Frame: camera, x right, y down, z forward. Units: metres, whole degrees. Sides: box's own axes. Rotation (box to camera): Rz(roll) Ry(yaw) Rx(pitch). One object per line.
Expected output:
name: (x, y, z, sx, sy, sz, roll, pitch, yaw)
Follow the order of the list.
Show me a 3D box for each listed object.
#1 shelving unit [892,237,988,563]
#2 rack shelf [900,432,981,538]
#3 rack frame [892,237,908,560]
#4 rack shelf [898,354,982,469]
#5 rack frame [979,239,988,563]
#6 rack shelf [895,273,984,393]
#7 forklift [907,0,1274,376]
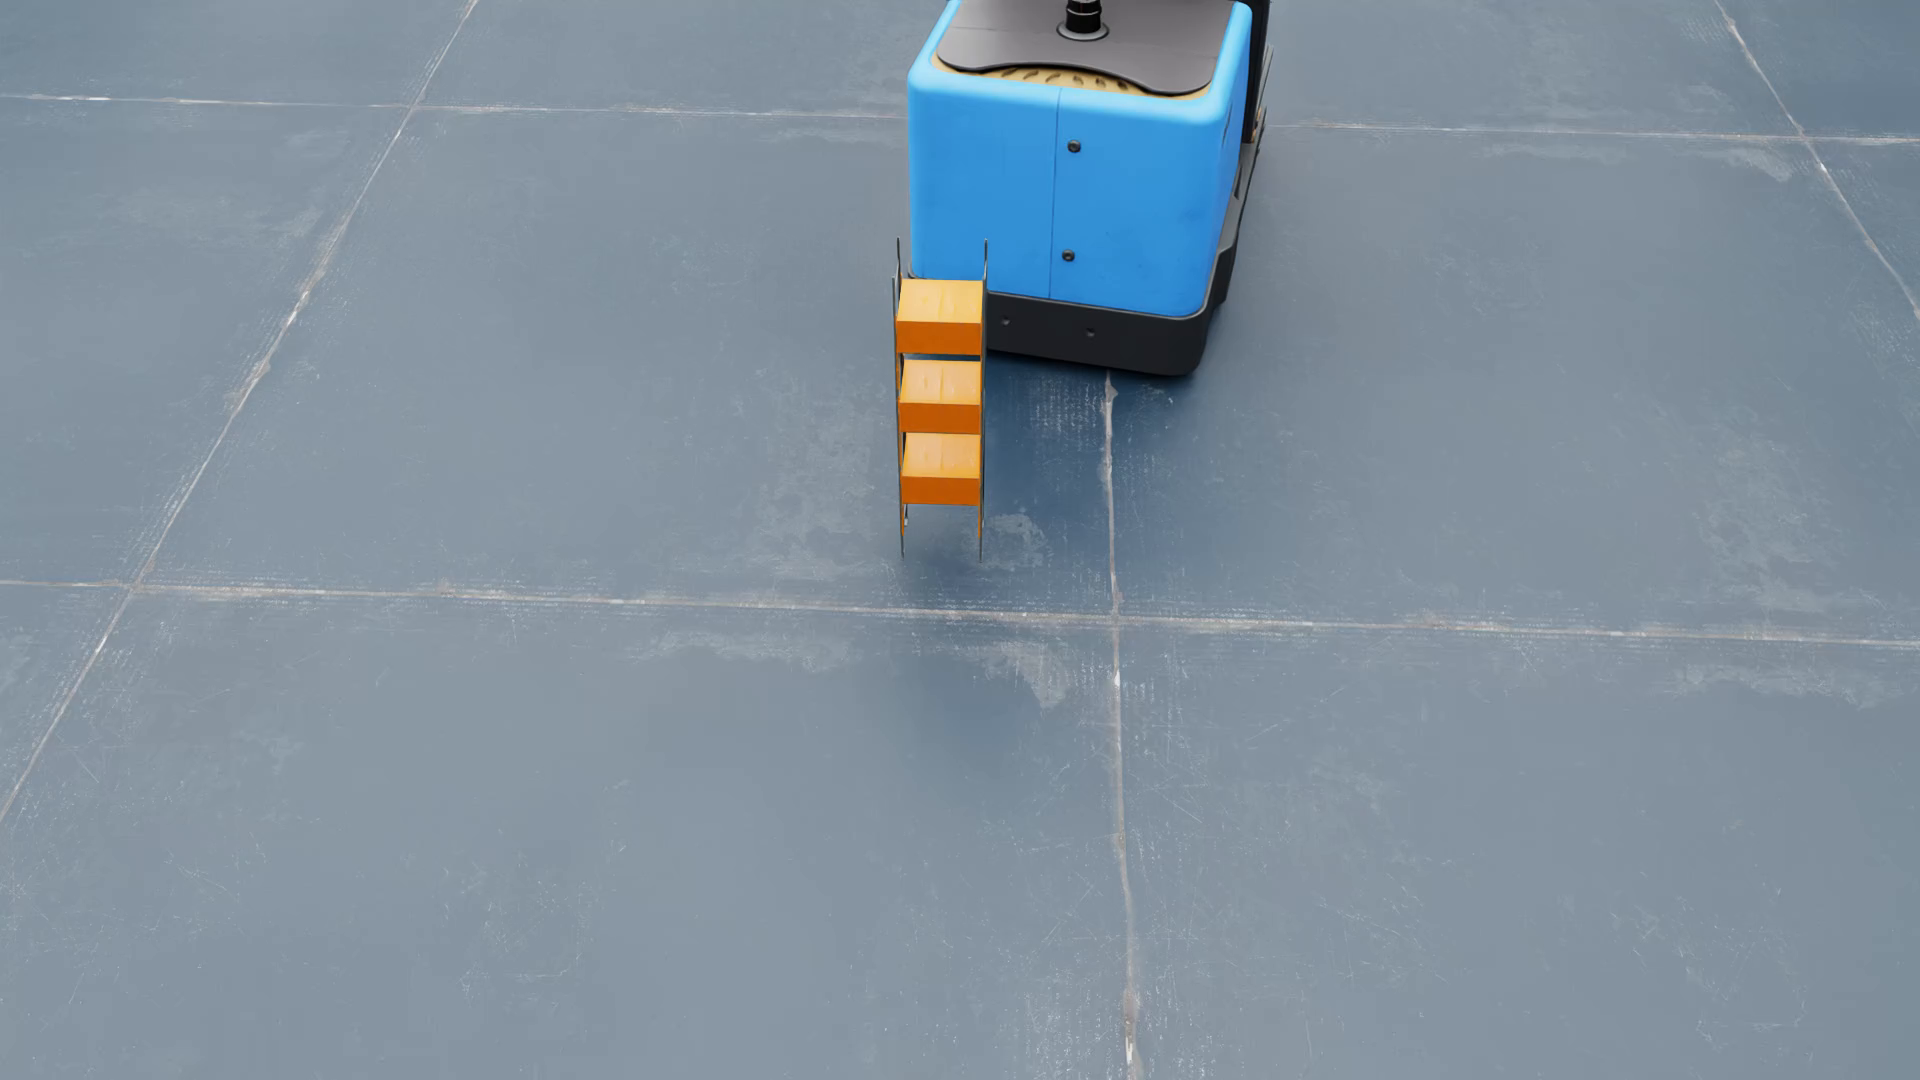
shelving unit: (-0.053, -0.386, 4.894, 0.252, 1.050, 0.215, 2, 43, 2)
rack shelf: (-0.053, -0.175, 5.091, 0.240, 0.259, 0.215, 2, 43, 2)
rack frame: (-0.175, -0.390, 4.898, 0.008, 1.050, 0.200, 2, 43, 2)
rack shelf: (-0.053, -0.378, 4.901, 0.240, 0.259, 0.215, 2, 43, 2)
rack frame: (0.068, -0.382, 4.890, 0.008, 1.050, 0.200, 2, 43, 2)
rack shelf: (-0.053, -0.586, 4.708, 0.240, 0.259, 0.215, 2, 43, 2)
forklift: (0.671, -2.659, 5.954, 1.130, 2.935, 3.031, 10, 44, 10)
